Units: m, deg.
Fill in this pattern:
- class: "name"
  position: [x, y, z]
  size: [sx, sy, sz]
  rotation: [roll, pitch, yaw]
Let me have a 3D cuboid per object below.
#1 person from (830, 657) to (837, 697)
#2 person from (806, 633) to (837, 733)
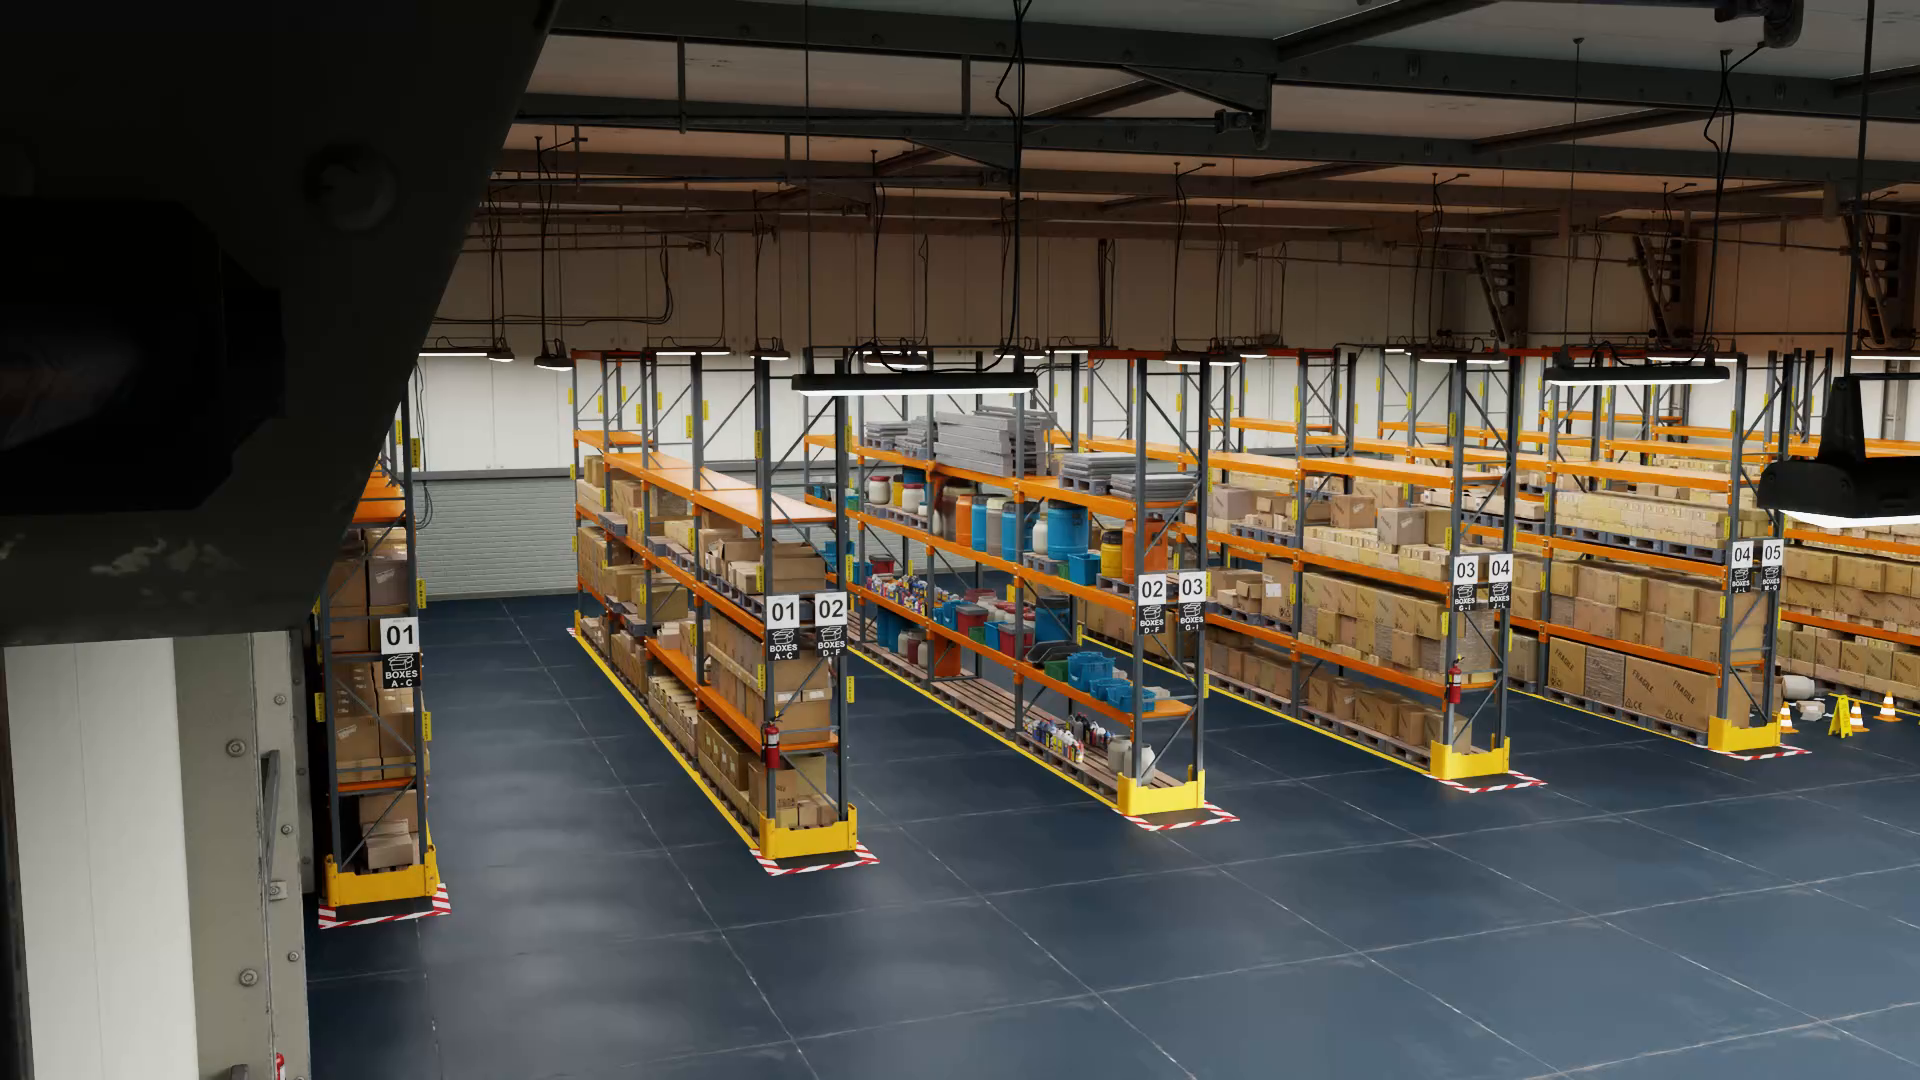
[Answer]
- class: "person"
  position: [-2.307, 1.882, 29.306]
  size: [0.584, 1.731, 0.722]
  rotation: [-1, 7, -12]
- class: "person"
  position: [-2.161, 2.187, 26.430]
  size: [0.645, 1.782, 0.670]
  rotation: [0, 7, -4]
